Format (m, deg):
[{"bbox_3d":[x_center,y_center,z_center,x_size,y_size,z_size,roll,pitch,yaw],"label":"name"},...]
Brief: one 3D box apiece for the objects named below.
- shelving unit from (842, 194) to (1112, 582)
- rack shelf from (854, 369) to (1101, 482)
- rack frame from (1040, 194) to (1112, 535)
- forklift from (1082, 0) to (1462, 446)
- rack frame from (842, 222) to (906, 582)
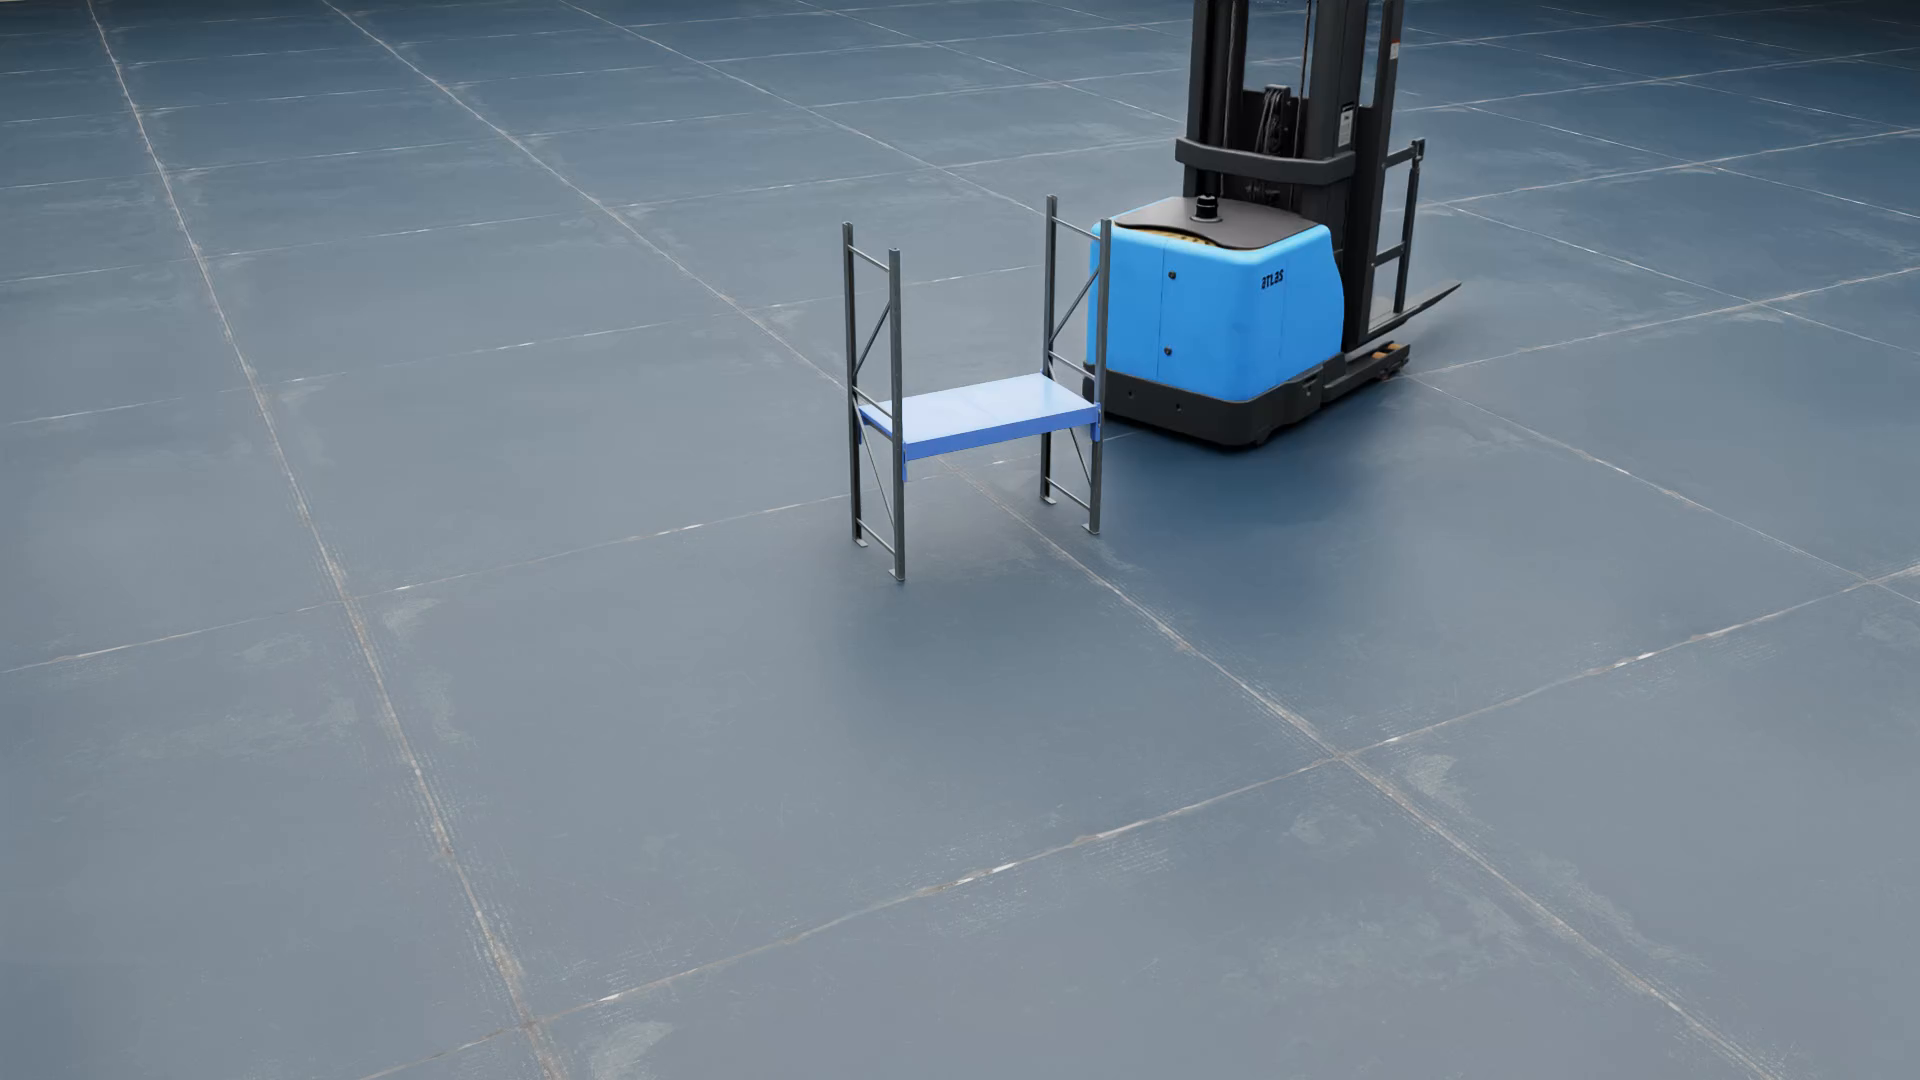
[{"bbox_3d":[0.075,-0.693,7.462,1.048,1.500,0.538,-13,29,-25],"label":"shelving unit"},{"bbox_3d":[0.075,-0.531,7.539,1.000,0.185,0.538,-13,29,-25],"label":"rack shelf"},{"bbox_3d":[0.524,-0.797,7.677,0.032,1.500,0.500,-13,29,-25],"label":"rack frame"},{"bbox_3d":[2.003,-2.372,9.304,1.130,2.935,3.031,20,32,35],"label":"forklift"},{"bbox_3d":[-0.373,-0.590,7.246,0.032,1.500,0.500,-13,29,-25],"label":"rack frame"}]
